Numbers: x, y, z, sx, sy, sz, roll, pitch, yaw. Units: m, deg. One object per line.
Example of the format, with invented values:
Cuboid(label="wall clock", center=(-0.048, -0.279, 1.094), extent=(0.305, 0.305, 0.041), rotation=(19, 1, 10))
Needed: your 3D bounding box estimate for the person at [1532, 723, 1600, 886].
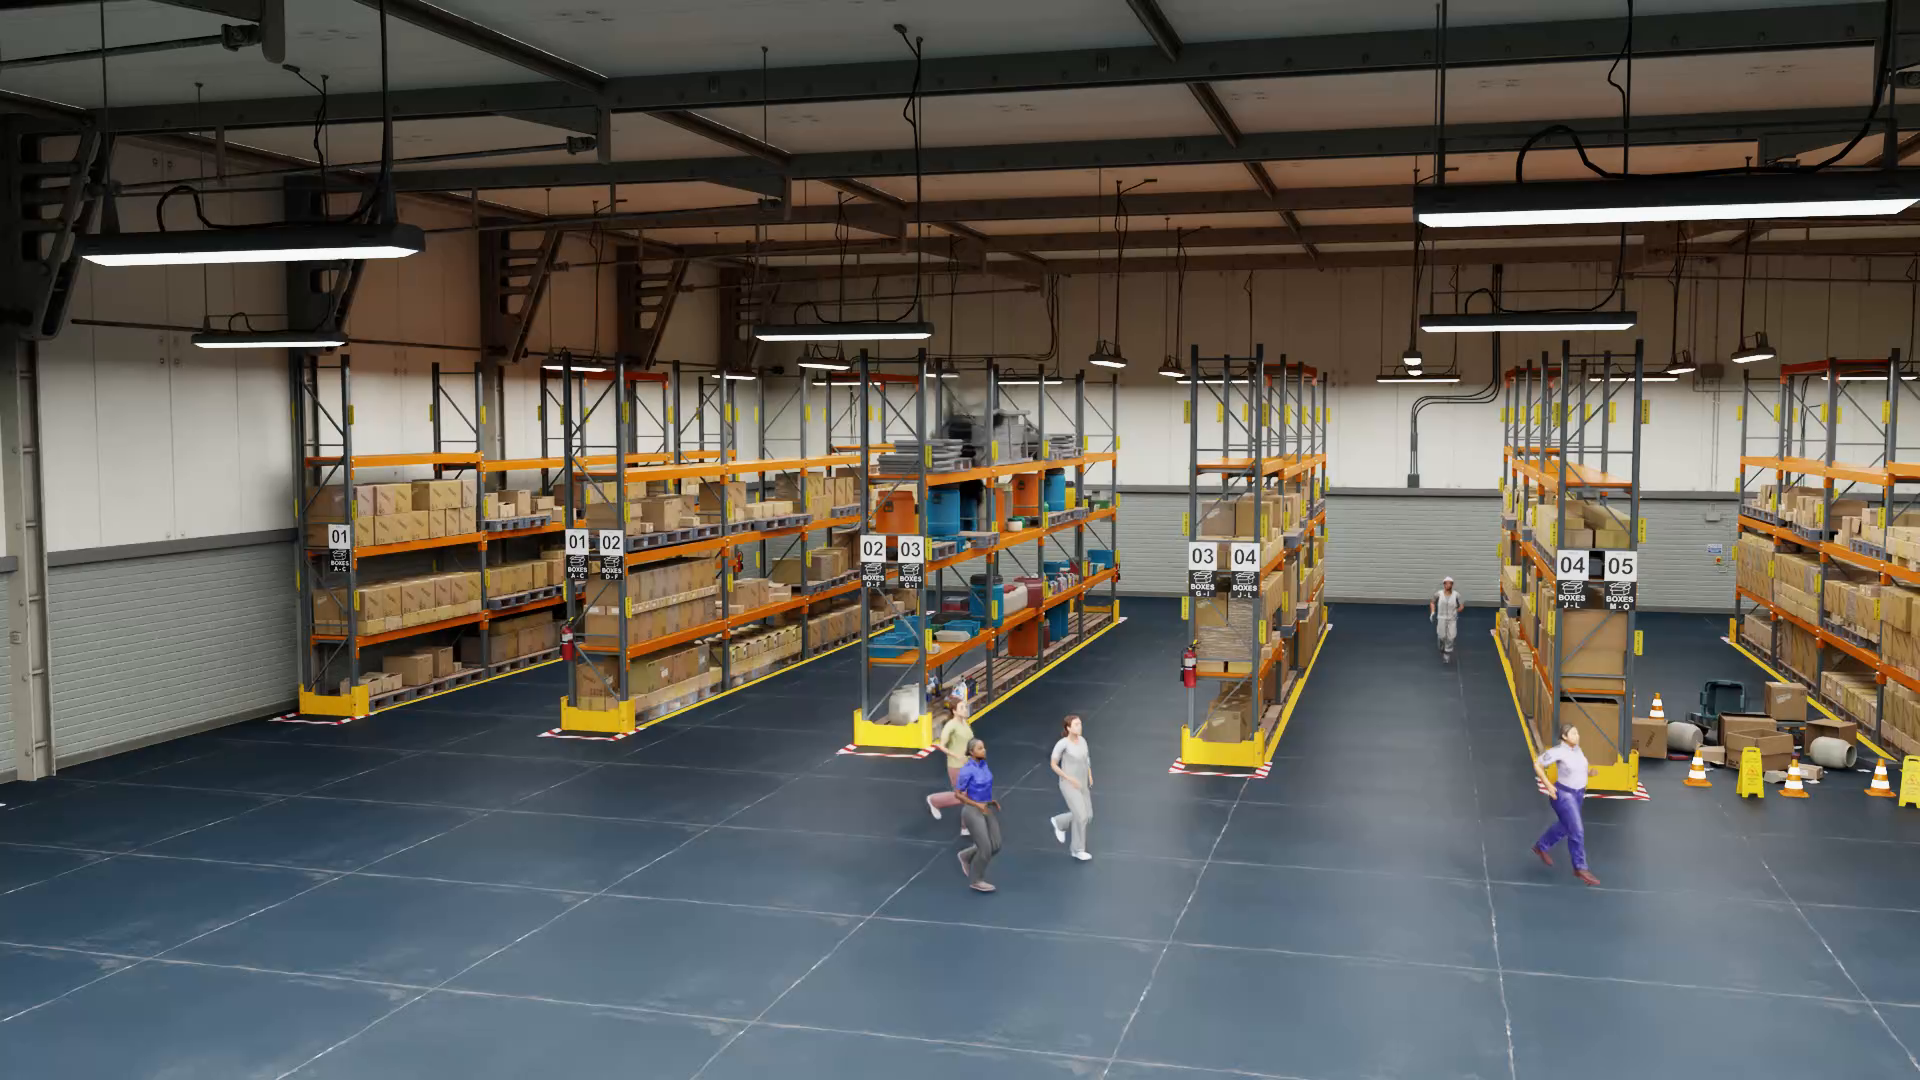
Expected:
Cuboid(label="person", center=(6.580, 2.815, 18.030), extent=(0.594, 1.671, 0.895), rotation=(-4, 6, -40))

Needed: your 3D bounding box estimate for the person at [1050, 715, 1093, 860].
Cuboid(label="person", center=(1.244, 2.773, 18.838), extent=(0.585, 1.627, 0.655), rotation=(-4, 6, -43))

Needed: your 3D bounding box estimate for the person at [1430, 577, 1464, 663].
Cuboid(label="person", center=(9.826, 1.617, 33.543), extent=(0.660, 1.740, 0.580), rotation=(1, 4, 15))

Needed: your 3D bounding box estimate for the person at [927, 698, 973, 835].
Cuboid(label="person", center=(-0.023, 2.697, 19.882), extent=(0.776, 1.637, 0.579), rotation=(3, 5, 34))

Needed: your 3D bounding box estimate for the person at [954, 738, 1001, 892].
Cuboid(label="person", center=(0.172, 2.885, 17.539), extent=(0.584, 1.603, 0.573), rotation=(3, 5, 35))
